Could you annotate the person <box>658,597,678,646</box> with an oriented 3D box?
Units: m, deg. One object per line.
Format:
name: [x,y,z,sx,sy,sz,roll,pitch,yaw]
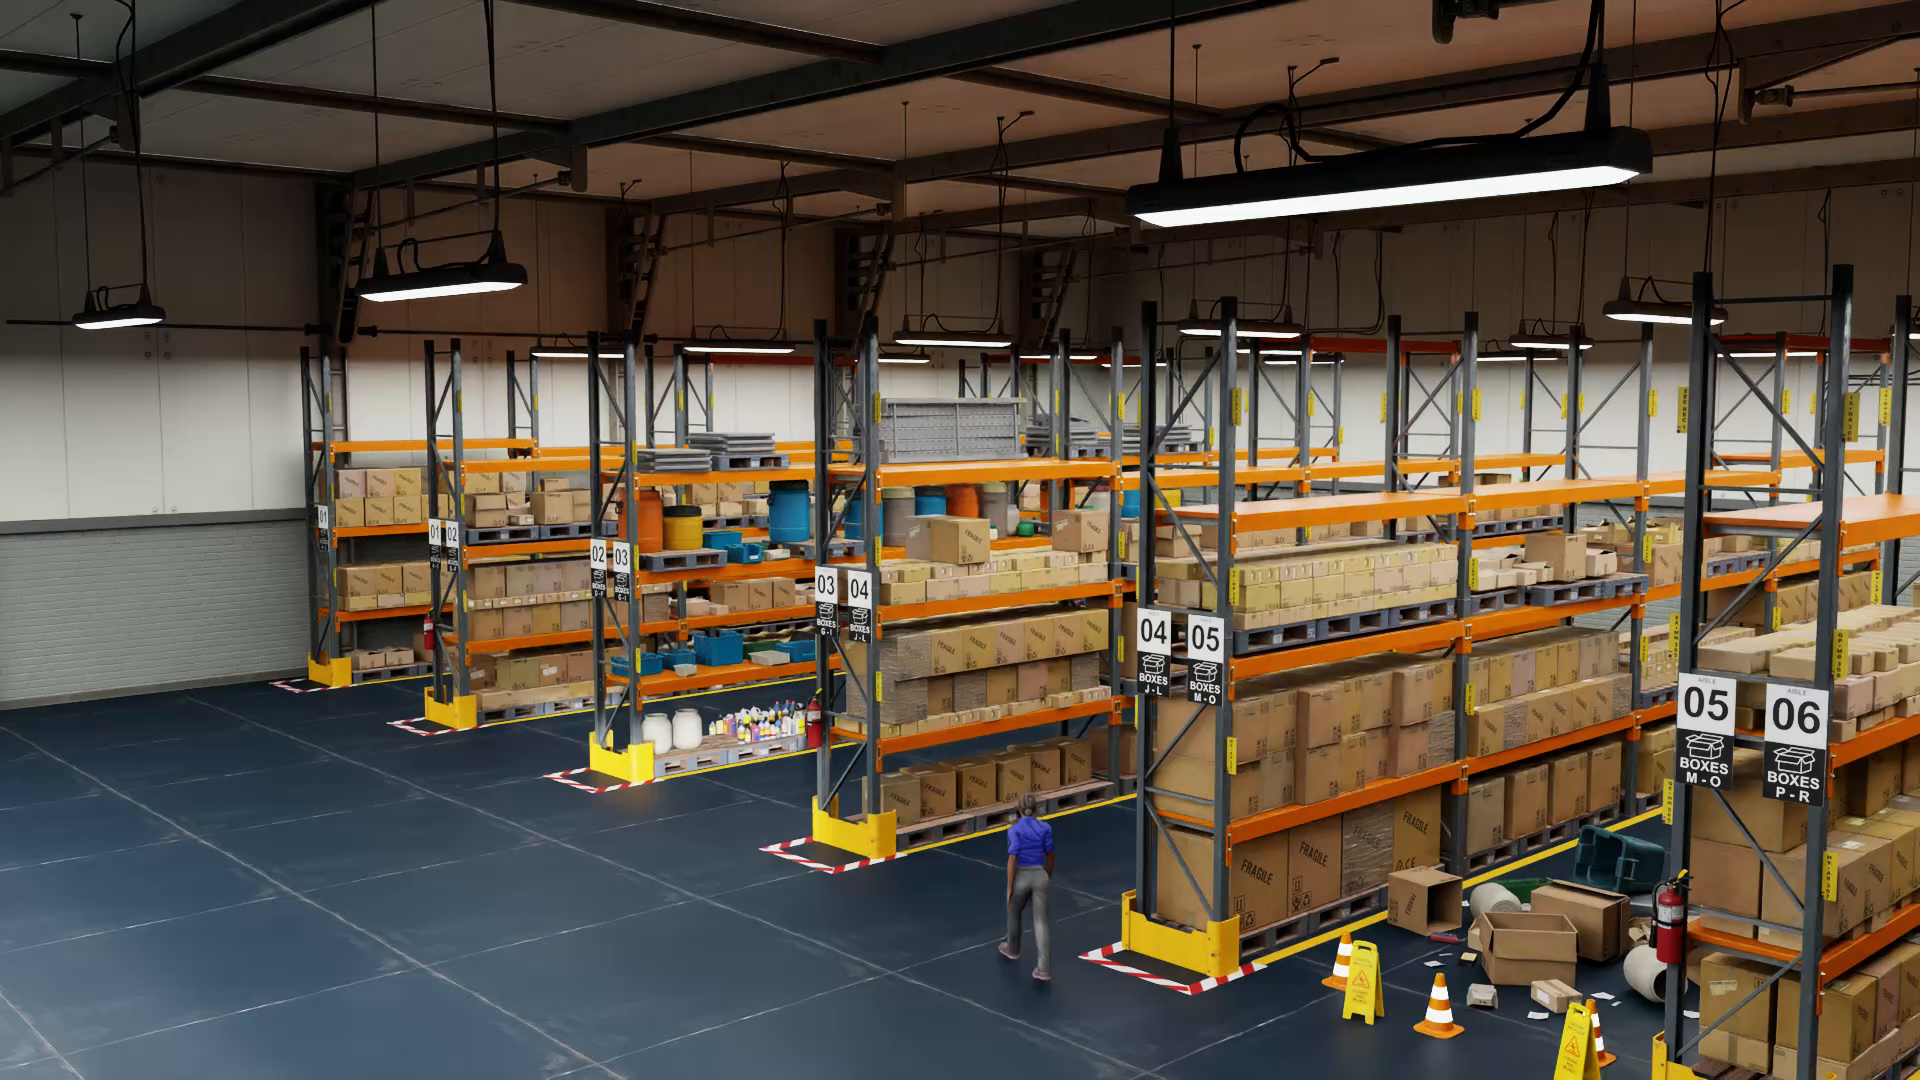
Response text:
person: [-5.552,1.622,30.903,0.508,1.606,1.004,3,6,32]

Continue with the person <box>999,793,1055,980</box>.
person: [0.620,3.047,14.856,0.482,1.587,1.023,-1,5,-12]
